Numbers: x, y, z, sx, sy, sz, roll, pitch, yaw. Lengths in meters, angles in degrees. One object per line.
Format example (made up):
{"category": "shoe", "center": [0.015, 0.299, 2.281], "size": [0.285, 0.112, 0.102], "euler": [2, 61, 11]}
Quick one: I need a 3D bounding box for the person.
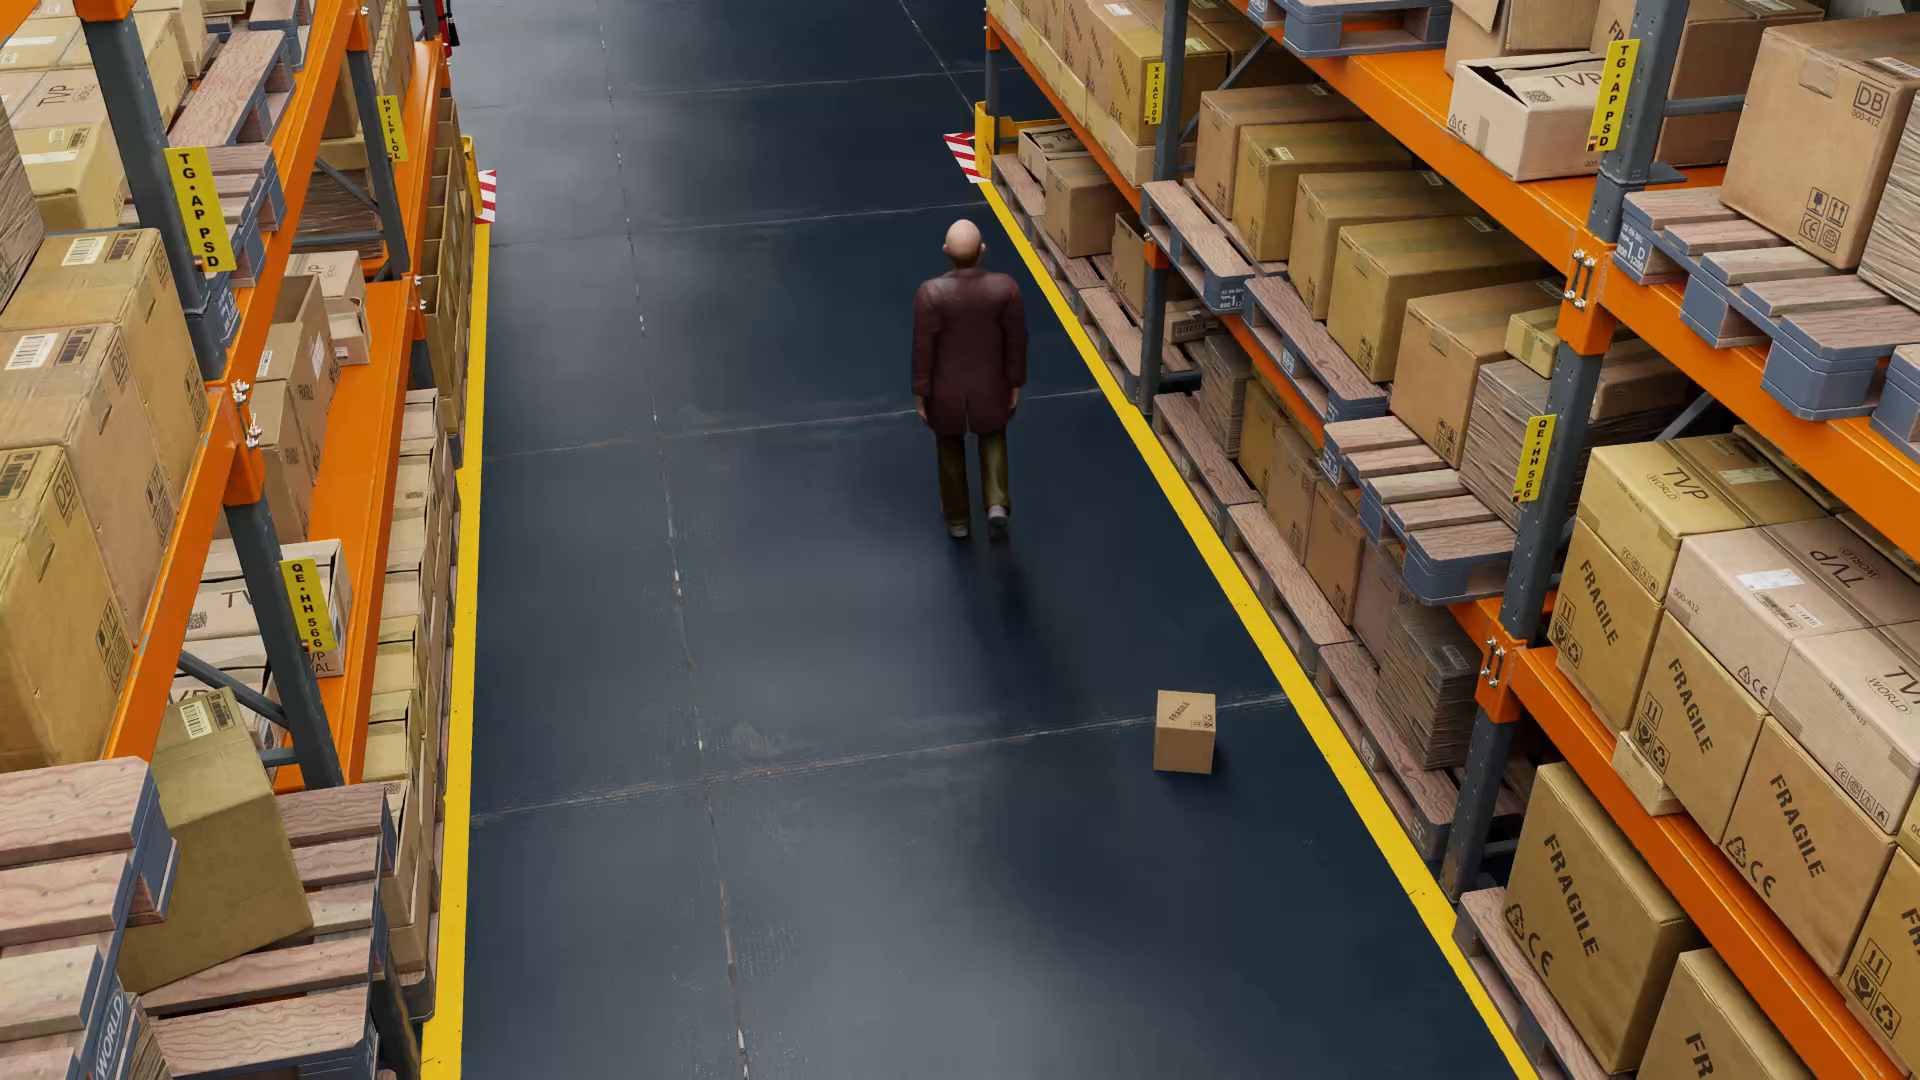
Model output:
{"category": "person", "center": [0.044, -0.759, 8.248], "size": [0.576, 1.761, 0.686], "euler": [-4, 34, -7]}
